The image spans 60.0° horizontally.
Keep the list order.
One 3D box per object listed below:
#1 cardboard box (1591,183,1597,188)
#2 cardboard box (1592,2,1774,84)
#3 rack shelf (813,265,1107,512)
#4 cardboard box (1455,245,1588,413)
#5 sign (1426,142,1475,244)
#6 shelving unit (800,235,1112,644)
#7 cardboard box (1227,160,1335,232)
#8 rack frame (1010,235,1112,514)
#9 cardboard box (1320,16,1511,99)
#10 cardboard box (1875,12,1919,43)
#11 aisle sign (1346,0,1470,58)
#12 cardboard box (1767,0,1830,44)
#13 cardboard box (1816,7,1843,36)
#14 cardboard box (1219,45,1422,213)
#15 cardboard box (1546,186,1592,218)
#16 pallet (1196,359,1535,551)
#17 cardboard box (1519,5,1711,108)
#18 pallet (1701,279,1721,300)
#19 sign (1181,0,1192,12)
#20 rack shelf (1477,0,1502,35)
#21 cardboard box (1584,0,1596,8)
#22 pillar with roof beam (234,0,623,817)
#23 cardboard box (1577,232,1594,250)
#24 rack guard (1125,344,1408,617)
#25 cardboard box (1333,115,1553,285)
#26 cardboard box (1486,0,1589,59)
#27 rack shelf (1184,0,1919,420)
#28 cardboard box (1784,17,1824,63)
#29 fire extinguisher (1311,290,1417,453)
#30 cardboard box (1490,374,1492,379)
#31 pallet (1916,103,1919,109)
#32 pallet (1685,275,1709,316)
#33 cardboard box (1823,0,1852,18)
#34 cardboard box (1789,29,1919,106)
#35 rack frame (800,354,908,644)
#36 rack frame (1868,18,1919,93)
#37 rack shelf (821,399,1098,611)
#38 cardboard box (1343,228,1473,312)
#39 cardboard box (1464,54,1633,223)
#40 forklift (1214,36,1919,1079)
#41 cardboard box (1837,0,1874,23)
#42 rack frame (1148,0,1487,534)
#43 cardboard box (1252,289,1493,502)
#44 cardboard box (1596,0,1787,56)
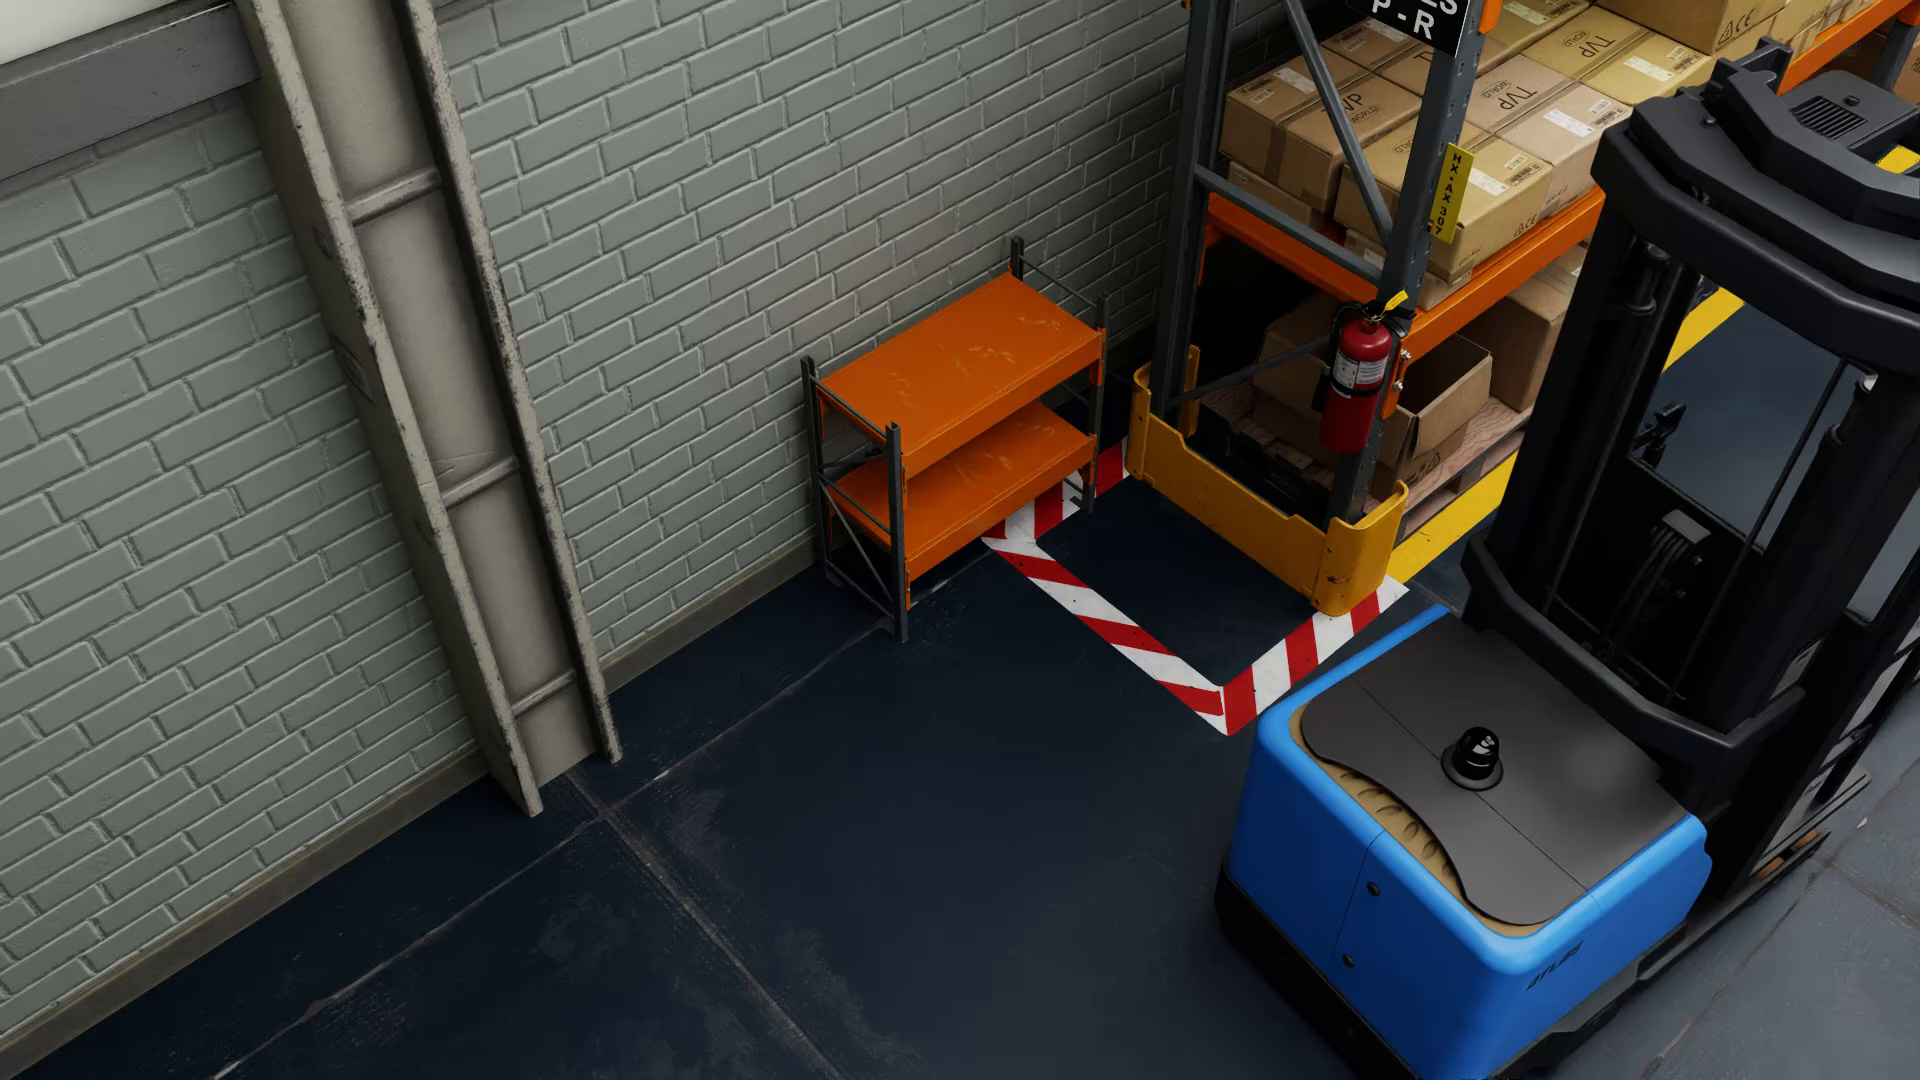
[{"bbox_3d":[2.311,-1.517,6.279,0.250,0.149,0.380,-33,55,-27],"label":"cardboard box"},{"bbox_3d":[2.761,-1.957,6.414,0.500,0.250,0.500,-35,56,-28],"label":"cardboard box"},{"bbox_3d":[-0.004,-0.576,6.118,1.000,0.278,0.538,-34,56,-27],"label":"rack shelf"},{"bbox_3d":[2.309,-1.010,7.056,0.500,0.500,0.700,-32,55,-26],"label":"cardboard box"},{"bbox_3d":[1.499,-1.061,5.099,0.005,0.325,0.100,-34,56,-27],"label":"sign"},{"bbox_3d":[-0.004,-0.378,6.333,1.048,1.125,0.538,-34,56,-27],"label":"shelving unit"},{"bbox_3d":[1.199,-1.287,6.068,0.250,0.149,0.380,-34,56,-28],"label":"cardboard box"},{"bbox_3d":[0.372,-0.630,6.566,0.032,1.125,0.500,-34,56,-27],"label":"rack frame"},{"bbox_3d":[1.678,-1.739,6.213,0.500,0.250,0.500,-34,56,-27],"label":"cardboard box"},{"bbox_3d":[4.538,-2.588,8.071,0.250,0.149,0.380,-31,55,-26],"label":"cardboard box"},{"bbox_3d":[1.281,-1.751,4.556,0.004,0.787,0.394,-34,56,-27],"label":"aisle sign"},{"bbox_3d":[3.142,-2.211,6.649,0.500,0.250,0.500,-34,56,-27],"label":"cardboard box"},{"bbox_3d":[3.461,-2.263,6.968,0.250,0.149,0.380,-32,55,-26],"label":"cardboard box"},{"bbox_3d":[1.296,-1.484,5.978,0.500,0.250,0.500,-32,55,-26],"label":"cardboard box"},{"bbox_3d":[2.118,-1.382,6.155,0.250,0.149,0.380,-32,55,-26],"label":"cardboard box"},{"bbox_3d":[1.780,-0.549,7.113,1.213,0.211,1.003,-34,56,-27],"label":"pallet"},{"bbox_3d":[2.397,-1.692,6.170,0.500,0.250,0.500,-35,56,-28],"label":"cardboard box"},{"bbox_3d":[3.585,-1.756,8.227,1.213,0.211,1.003,-34,56,-27],"label":"pallet"},{"bbox_3d":[0.776,-1.874,5.436,0.005,0.325,0.100,-34,56,-27],"label":"sign"},{"bbox_3d":[2.614,-2.825,5.764,4.000,0.370,1.077,-34,56,-27],"label":"rack shelf"},{"bbox_3d":[2.435,-2.239,6.675,0.500,0.250,0.500,-34,56,-27],"label":"cardboard box"},{"bbox_3d":[1.429,0.087,0.547,0.400,9.000,9.100,-34,56,-27],"label":"pillar with roof beam"},{"bbox_3d":[2.768,-1.217,7.247,0.500,0.500,0.500,-33,55,-27],"label":"cardboard box"},{"bbox_3d":[1.190,-0.253,6.643,0.348,0.500,1.175,-34,56,-27],"label":"rack guard"},{"bbox_3d":[1.651,-1.191,5.707,0.500,0.250,0.500,-33,56,-27],"label":"cardboard box"},{"bbox_3d":[2.048,-1.981,6.437,0.500,0.250,0.500,-32,55,-26],"label":"cardboard box"},{"bbox_3d":[2.614,-1.808,6.866,4.000,0.370,1.077,-34,56,-27],"label":"rack shelf"},{"bbox_3d":[3.291,-2.122,6.838,0.250,0.149,0.380,-35,56,-28],"label":"cardboard box"},{"bbox_3d":[1.336,-0.586,5.556,0.183,0.674,0.296,-34,56,-27],"label":"fire extinguisher"},{"bbox_3d":[1.991,-0.678,6.989,0.250,0.149,0.380,-36,57,-28],"label":"cardboard box"},{"bbox_3d":[4.670,-2.517,8.929,1.213,0.211,1.003,-34,56,-27],"label":"pallet"},{"bbox_3d":[2.682,-1.149,7.667,1.213,0.211,1.003,-34,56,-27],"label":"pallet"},{"bbox_3d":[3.520,-2.450,6.869,0.500,0.250,0.500,-34,56,-27],"label":"cardboard box"},{"bbox_3d":[4.603,-2.452,8.387,0.500,0.500,0.500,-31,55,-26],"label":"cardboard box"},{"bbox_3d":[-0.379,-0.126,6.101,0.032,1.125,0.500,-34,56,-27],"label":"rack frame"},{"bbox_3d":[4.094,-3.040,7.514,0.127,3.000,1.000,-34,56,-27],"label":"rack frame"},{"bbox_3d":[-0.004,-0.212,6.513,1.000,0.278,0.538,-34,56,-27],"label":"rack shelf"},{"bbox_3d":[1.562,-0.991,5.794,0.250,0.149,0.380,-34,56,-27],"label":"cardboard box"},{"bbox_3d":[2.024,-1.440,5.937,0.500,0.250,0.500,-33,55,-27],"label":"cardboard box"},{"bbox_3d":[2.344,-0.085,4.834,3.031,2.935,1.130,-28,53,-23],"label":"forklift"},{"bbox_3d":[3.674,-2.378,7.074,0.250,0.149,0.380,-32,55,-26],"label":"cardboard box"},{"bbox_3d":[1.134,-1.063,5.690,0.127,3.000,1.000,-34,56,-27],"label":"rack frame"},{"bbox_3d":[1.651,-0.609,6.684,0.637,0.503,0.797,-36,57,-28],"label":"cardboard box"},{"bbox_3d":[2.761,-2.187,6.116,0.500,0.500,0.500,-32,55,-26],"label":"cardboard box"}]
